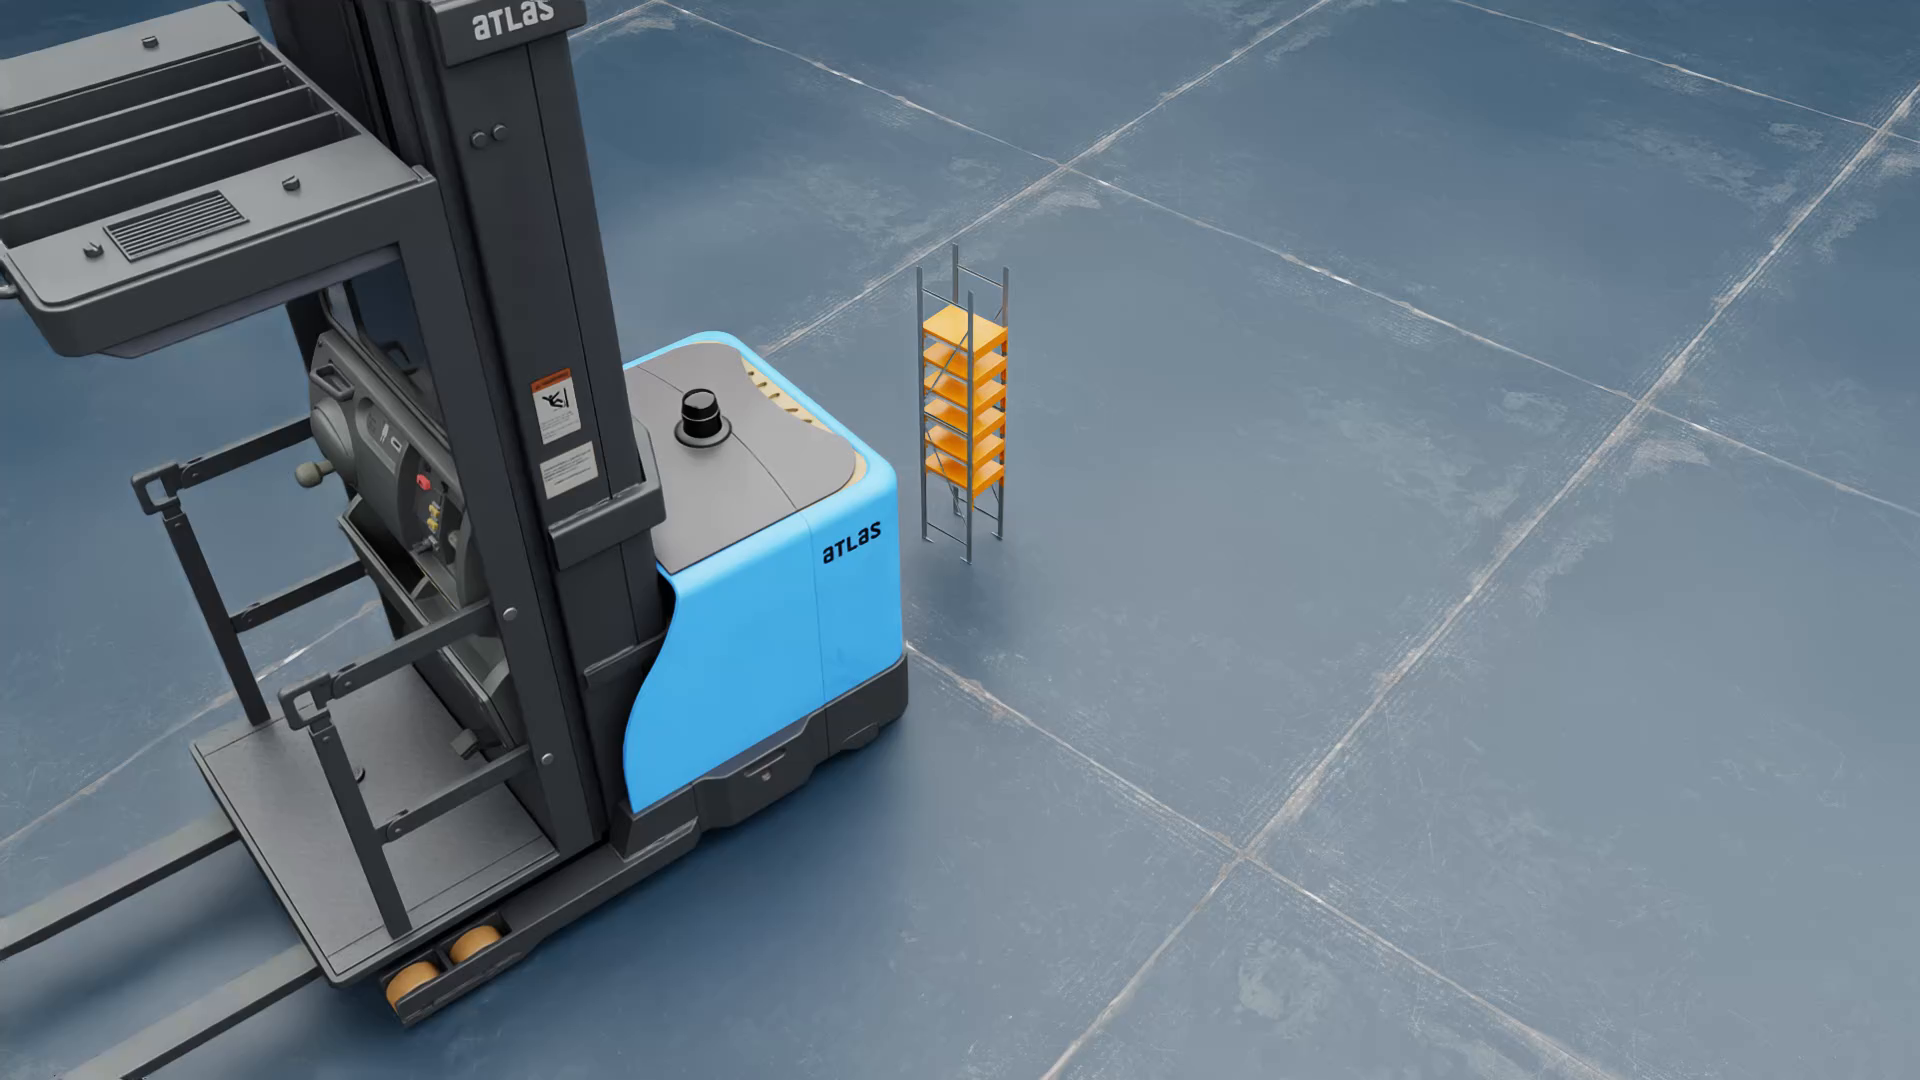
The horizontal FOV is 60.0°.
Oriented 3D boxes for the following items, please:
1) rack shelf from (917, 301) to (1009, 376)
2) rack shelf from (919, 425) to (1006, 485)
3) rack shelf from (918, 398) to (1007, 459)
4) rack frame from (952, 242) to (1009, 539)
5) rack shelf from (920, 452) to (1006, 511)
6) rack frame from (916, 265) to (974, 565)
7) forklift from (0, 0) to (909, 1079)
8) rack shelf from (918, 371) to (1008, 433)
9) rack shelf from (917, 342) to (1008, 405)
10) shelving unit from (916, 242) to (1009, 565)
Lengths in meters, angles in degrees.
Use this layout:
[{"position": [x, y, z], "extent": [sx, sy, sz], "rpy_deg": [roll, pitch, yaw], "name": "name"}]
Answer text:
[{"position": [0.009, -0.685, 5.642], "extent": [0.258, 0.103, 0.180], "rpy_deg": [29, 50, 28], "name": "rack shelf"}, {"position": [0.009, -0.330, 5.965], "extent": [0.258, 0.103, 0.180], "rpy_deg": [29, 50, 28], "name": "rack shelf"}, {"position": [0.009, -0.419, 5.884], "extent": [0.258, 0.103, 0.180], "rpy_deg": [29, 50, 28], "name": "rack shelf"}, {"position": [0.068, -0.498, 5.906], "extent": [0.240, 1.200, 0.006], "rpy_deg": [29, 50, 28], "name": "rack frame"}, {"position": [0.009, -0.241, 6.046], "extent": [0.258, 0.103, 0.180], "rpy_deg": [29, 50, 28], "name": "rack shelf"}, {"position": [-0.050, -0.404, 5.803], "extent": [0.240, 1.200, 0.006], "rpy_deg": [29, 50, 28], "name": "rack frame"}, {"position": [-1.635, -0.122, 4.205], "extent": [3.031, 2.935, 1.130], "rpy_deg": [-29, 49, -28], "name": "forklift"}, {"position": [0.009, -0.507, 5.804], "extent": [0.258, 0.103, 0.180], "rpy_deg": [29, 50, 28], "name": "rack shelf"}, {"position": [0.009, -0.596, 5.723], "extent": [0.258, 0.103, 0.180], "rpy_deg": [29, 50, 28], "name": "rack shelf"}, {"position": [0.009, -0.451, 5.855], "extent": [0.258, 1.200, 0.189], "rpy_deg": [29, 50, 28], "name": "shelving unit"}]
